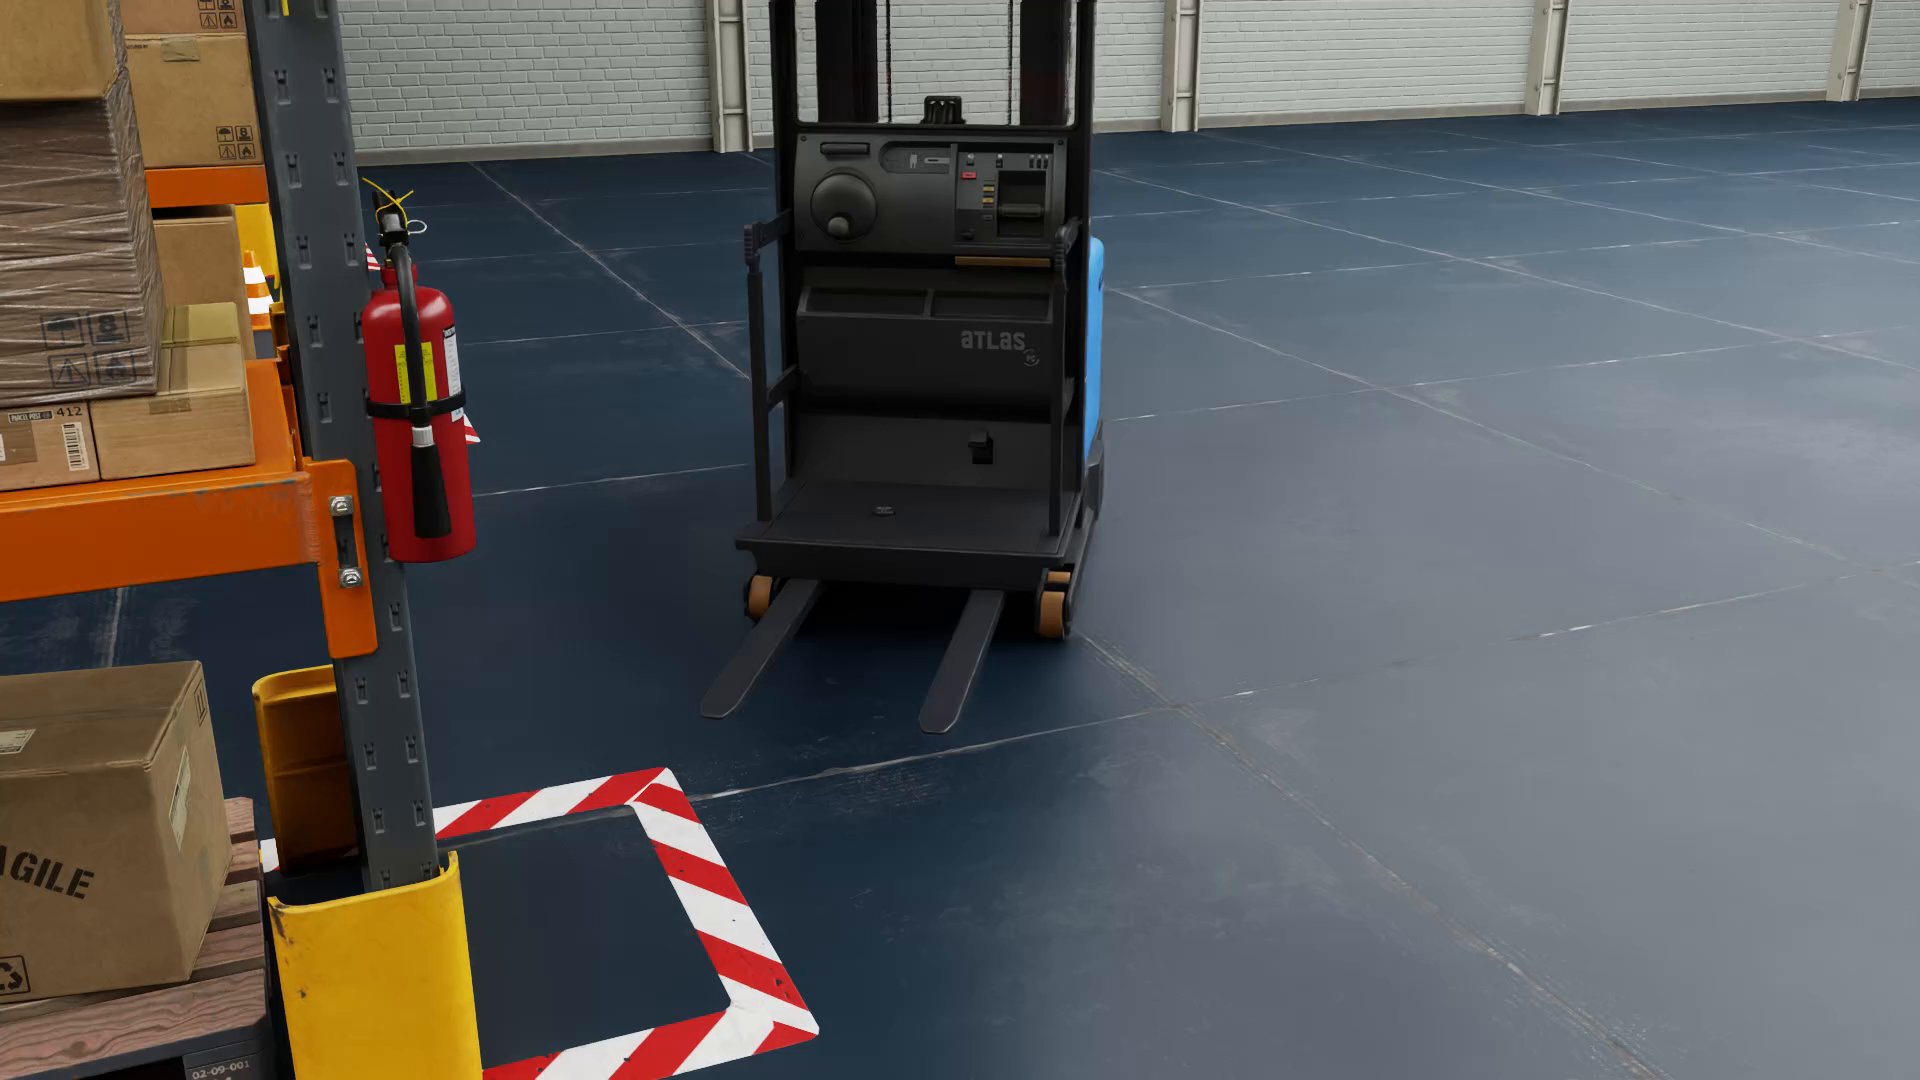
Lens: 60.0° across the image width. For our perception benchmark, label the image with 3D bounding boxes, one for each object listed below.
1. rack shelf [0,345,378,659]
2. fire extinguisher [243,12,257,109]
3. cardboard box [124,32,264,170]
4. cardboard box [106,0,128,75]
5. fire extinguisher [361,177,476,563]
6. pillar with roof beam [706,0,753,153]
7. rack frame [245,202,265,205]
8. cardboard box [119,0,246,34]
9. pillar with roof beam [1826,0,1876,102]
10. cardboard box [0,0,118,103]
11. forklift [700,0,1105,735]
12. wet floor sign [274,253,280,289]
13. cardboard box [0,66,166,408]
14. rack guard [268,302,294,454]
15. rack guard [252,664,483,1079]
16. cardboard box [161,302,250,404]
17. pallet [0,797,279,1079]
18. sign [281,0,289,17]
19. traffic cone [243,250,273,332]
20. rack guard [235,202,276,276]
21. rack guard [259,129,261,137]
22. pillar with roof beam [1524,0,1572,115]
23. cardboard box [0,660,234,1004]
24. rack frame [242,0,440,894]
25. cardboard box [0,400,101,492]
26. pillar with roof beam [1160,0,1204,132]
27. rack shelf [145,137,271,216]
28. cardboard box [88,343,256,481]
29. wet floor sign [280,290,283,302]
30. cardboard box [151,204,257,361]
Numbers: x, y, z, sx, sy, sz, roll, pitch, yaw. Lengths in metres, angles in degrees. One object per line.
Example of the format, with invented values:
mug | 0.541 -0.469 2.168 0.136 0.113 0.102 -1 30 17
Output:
rack shelf | -3.108 0.140 2.692 4.000 0.370 1.077 -8 21 -22
fire extinguisher | -4.910 -3.323 11.560 0.183 0.674 0.296 -8 21 -22
cardboard box | -3.467 -1.997 7.451 0.550 0.550 0.875 -8 21 -22
cardboard box | -1.885 -1.133 3.119 0.500 0.500 0.500 -8 21 -22
fire extinguisher | -0.984 -0.301 2.977 0.183 0.674 0.296 -8 21 -22
pillar with roof beam | -0.949 -7.488 14.238 0.400 9.000 9.100 -8 21 -22
rack frame | -5.197 -3.485 11.903 0.127 3.000 1.000 -8 21 -22
cardboard box | -3.500 -2.532 7.344 0.550 0.550 0.875 -8 21 -22
pillar with roof beam | 15.579 -9.855 20.963 0.400 9.000 9.100 -8 21 -22
cardboard box | -1.679 -0.974 2.668 0.500 0.500 0.500 -8 21 -22
forklift | -0.134 -1.175 5.446 1.130 2.935 3.031 3 20 8
wet floor sign | -4.599 -2.073 11.438 0.232 0.644 0.267 -1 19 -3
cardboard box | -1.788 -0.586 3.072 0.500 0.500 0.875 -8 21 -22
rack guard | -3.122 -0.813 8.078 0.348 0.500 1.175 -8 21 -22
rack guard | -1.342 0.726 3.707 0.348 0.500 1.175 -8 21 -22
cardboard box | -1.628 -0.380 3.462 0.250 0.149 0.380 -8 21 -22
pallet | -2.102 0.959 3.482 1.213 0.211 1.003 -8 21 -22
sign | -1.071 -0.986 2.587 0.005 0.325 0.100 -8 21 -22
traffic cone | -4.329 -1.545 10.212 0.334 0.463 0.336 -8 21 -22
rack guard | -5.267 -2.296 12.290 0.348 0.500 1.175 -8 21 -22
rack guard | -7.145 -3.822 16.625 0.348 0.500 1.175 -8 21 -22
pillar with roof beam | 10.070 -9.066 18.721 0.400 9.000 9.100 -8 21 -22
cardboard box | -1.852 0.595 3.447 0.500 0.500 0.500 -4 20 -12
rack frame | -1.272 -0.463 3.320 0.127 3.000 1.000 -8 21 -22
cardboard box | -1.682 -0.211 2.984 0.250 0.149 0.380 -8 21 -22
pillar with roof beam | 4.560 -8.277 16.480 0.400 9.000 9.100 -8 21 -22
rack shelf | -4.980 -1.386 7.026 4.000 0.370 1.077 -8 21 -22
cardboard box | -1.452 -0.244 3.077 0.250 0.149 0.380 -8 21 -22
wet floor sign | -3.902 -1.486 9.770 0.232 0.644 0.267 -12 23 -31
cardboard box | -3.740 -1.075 7.626 0.875 0.875 0.875 -8 21 -22
